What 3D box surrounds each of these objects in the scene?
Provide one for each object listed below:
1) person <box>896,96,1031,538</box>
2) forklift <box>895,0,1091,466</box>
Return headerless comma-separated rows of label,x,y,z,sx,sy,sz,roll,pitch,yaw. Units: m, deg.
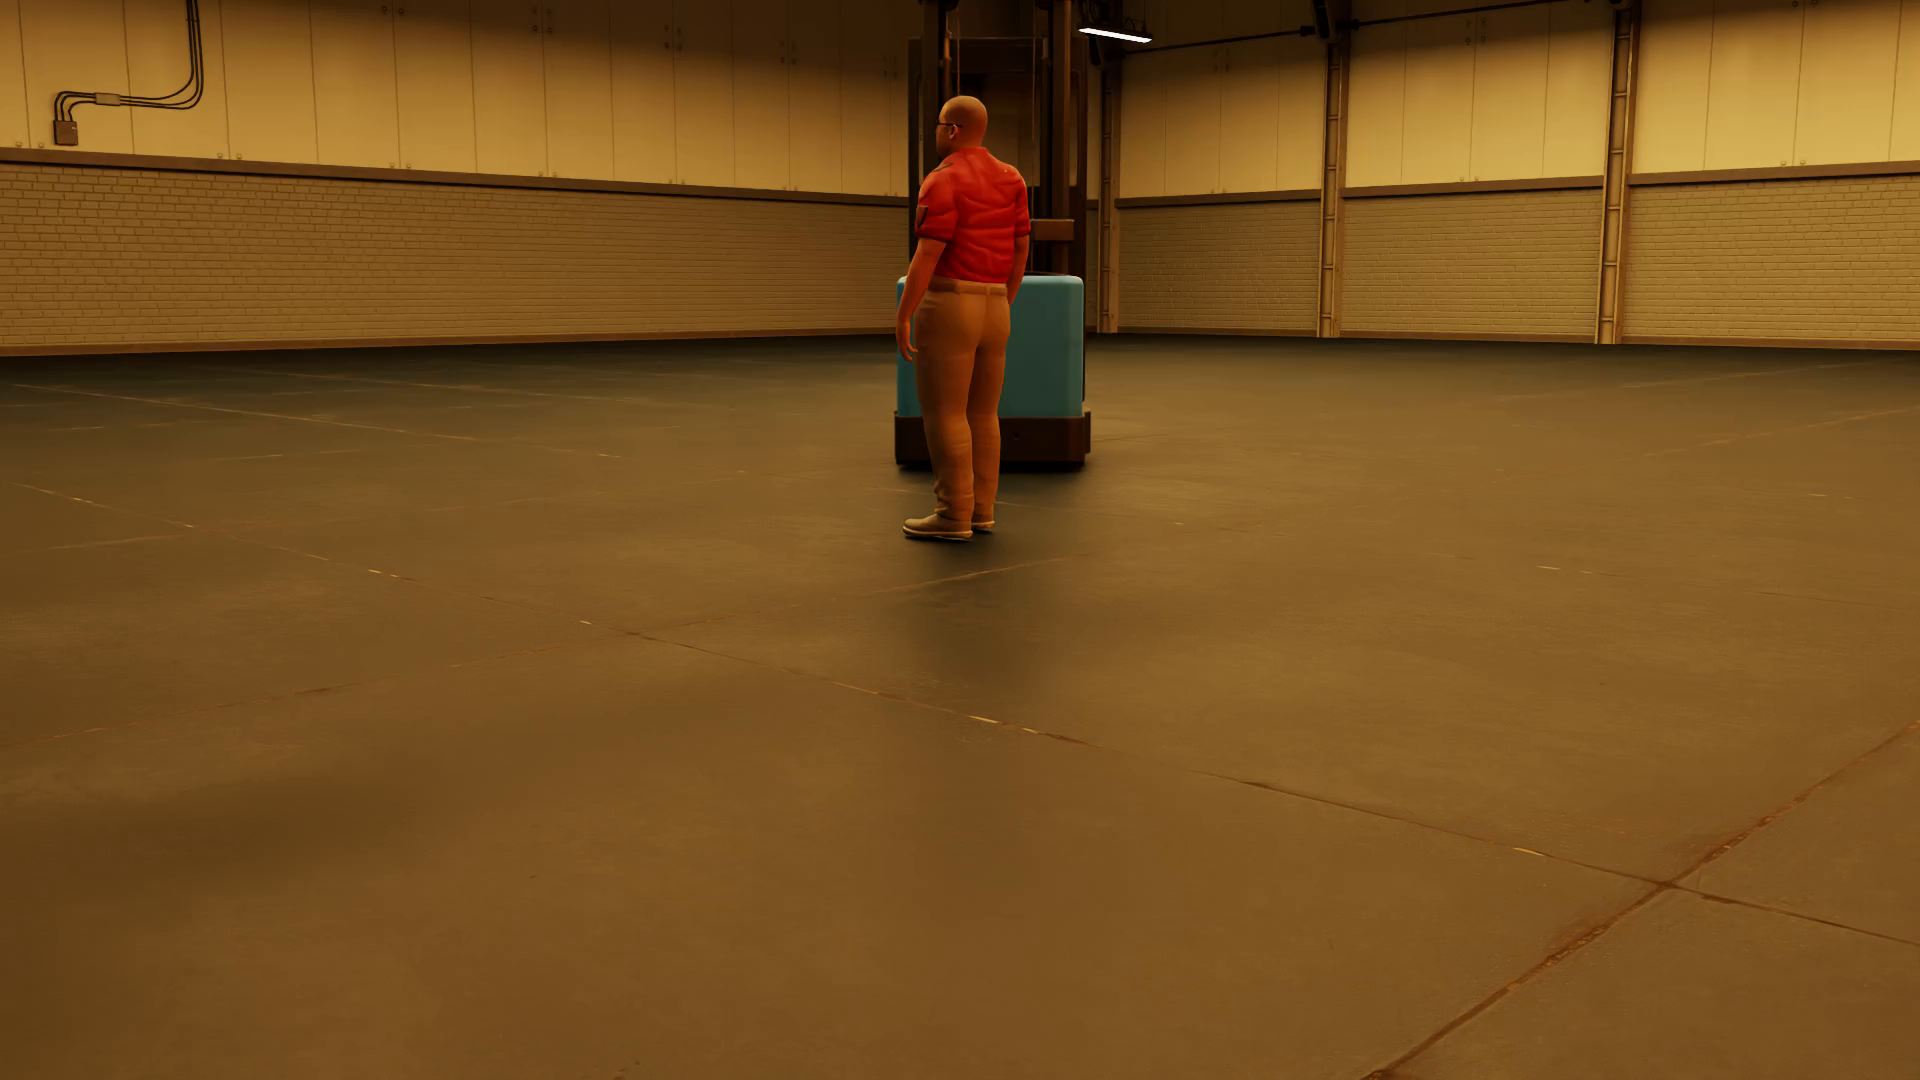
person,-0.057,-0.874,6.657,0.550,1.728,0.641,8,12,43
forklift,0.245,-2.035,10.389,1.130,2.935,3.031,0,9,3
